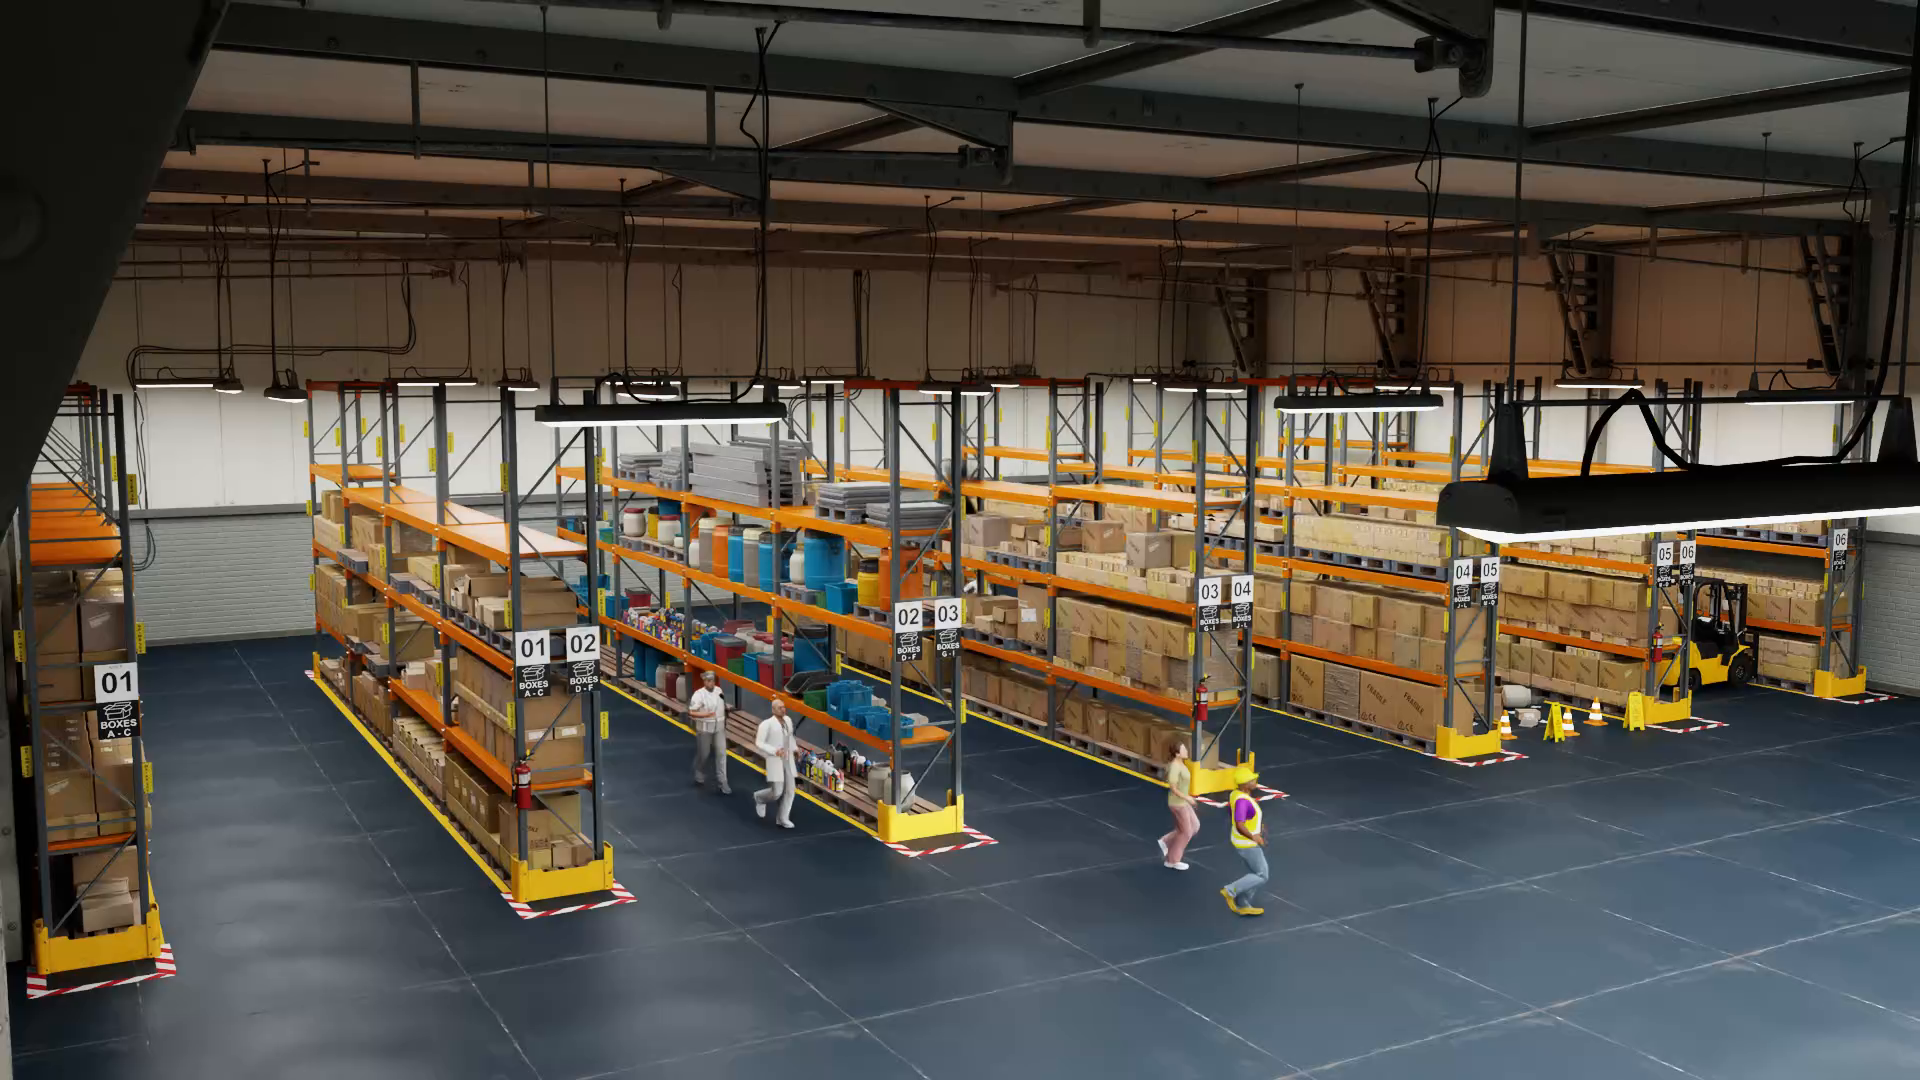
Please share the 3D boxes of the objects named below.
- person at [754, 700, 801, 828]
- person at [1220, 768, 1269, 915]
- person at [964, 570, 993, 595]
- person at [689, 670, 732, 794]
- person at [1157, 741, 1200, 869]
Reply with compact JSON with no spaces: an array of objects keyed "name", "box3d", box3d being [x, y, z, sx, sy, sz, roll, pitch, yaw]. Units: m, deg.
[{"name":"person","box3d":[-2.508,3.043,22.795,0.757,1.735,0.709,6,8,44]},{"name":"person","box3d":[3.272,3.455,19.028,0.605,1.718,0.698,0,6,-2]},{"name":"person","box3d":[0.435,1.496,37.519,0.585,1.747,0.786,-4,7,-33]},{"name":"person","box3d":[-3.707,2.807,24.667,0.659,1.791,0.967,-4,7,-33]},{"name":"person","box3d":[2.747,3.317,20.847,0.529,1.624,0.586,1,6,7]}]
